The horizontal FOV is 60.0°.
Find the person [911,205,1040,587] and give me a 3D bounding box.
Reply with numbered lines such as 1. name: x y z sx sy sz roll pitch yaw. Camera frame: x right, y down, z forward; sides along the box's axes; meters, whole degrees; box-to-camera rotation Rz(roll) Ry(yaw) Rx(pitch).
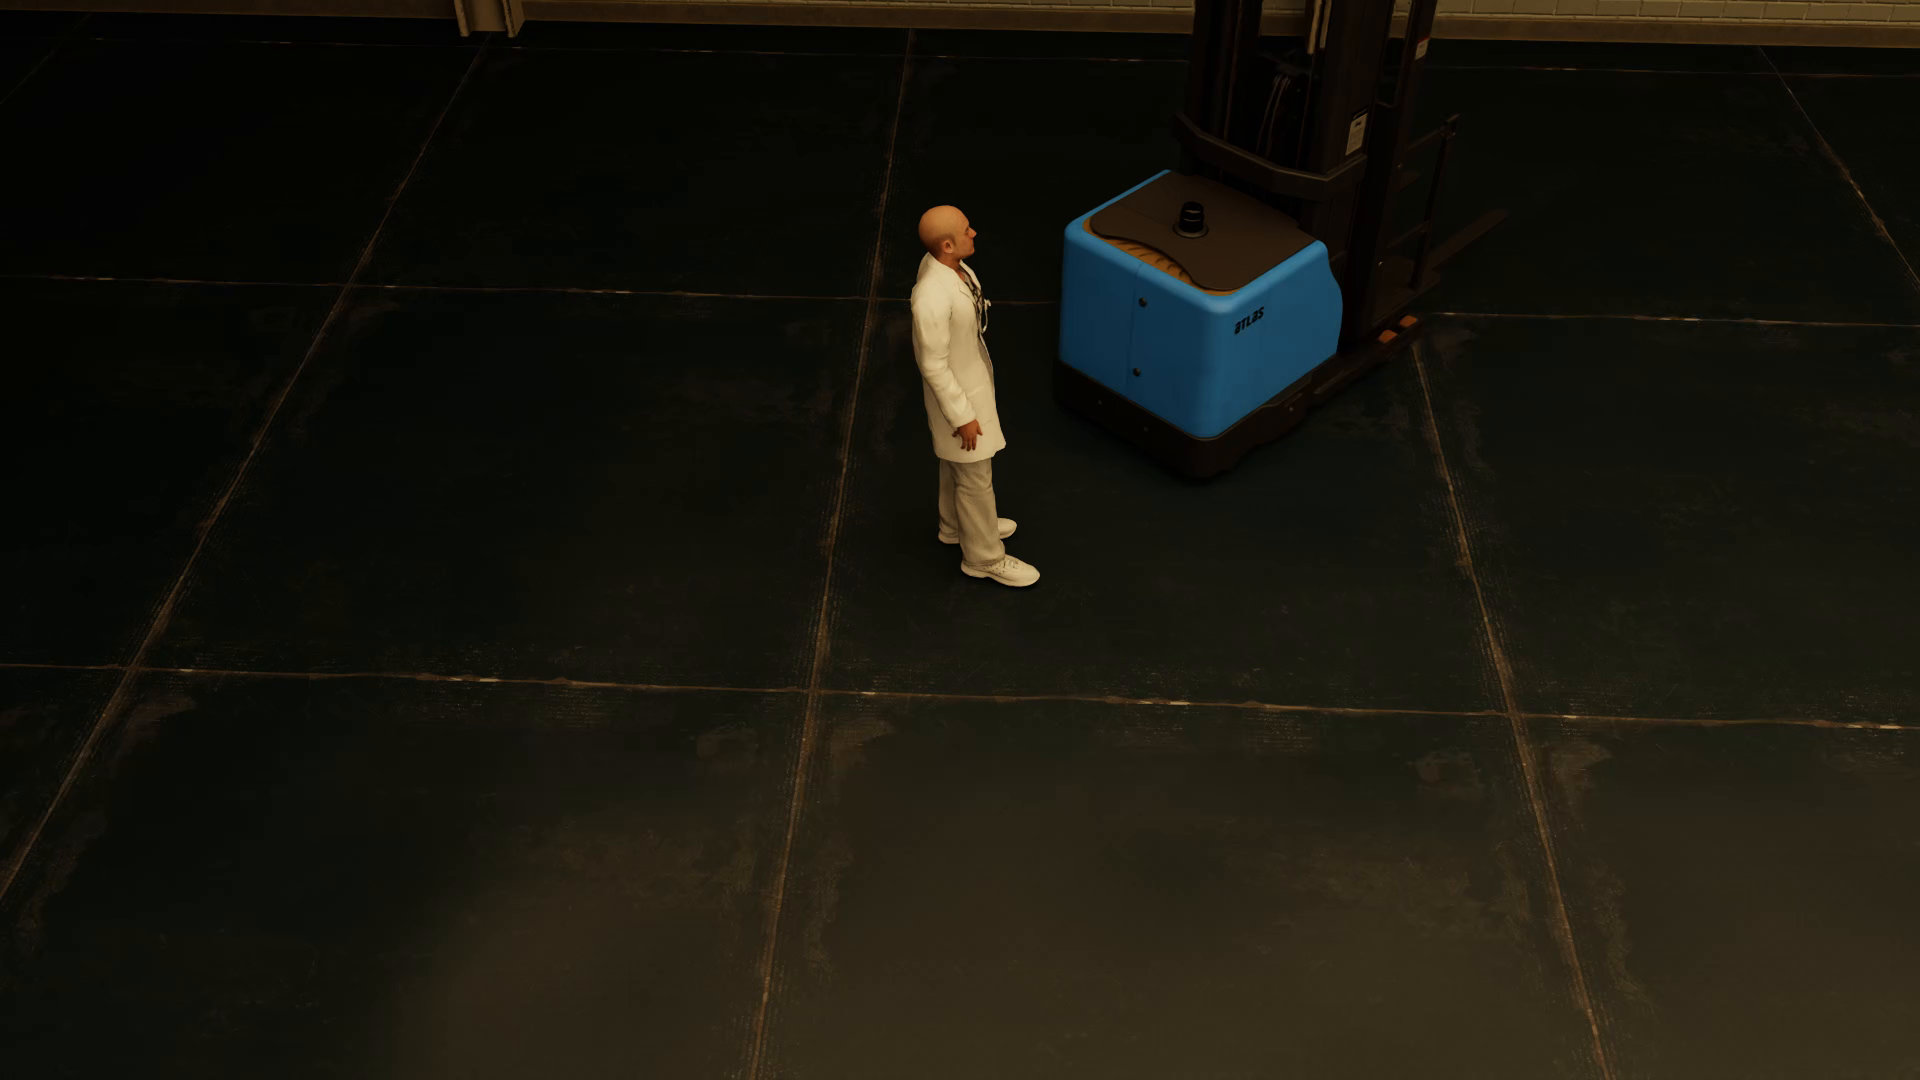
1. person: 0.091 -0.656 7.306 0.580 1.776 0.695 2 42 2

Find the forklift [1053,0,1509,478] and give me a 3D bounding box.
1. forklift: 1.887 -2.271 8.229 3.031 2.935 1.130 -34 52 -31
